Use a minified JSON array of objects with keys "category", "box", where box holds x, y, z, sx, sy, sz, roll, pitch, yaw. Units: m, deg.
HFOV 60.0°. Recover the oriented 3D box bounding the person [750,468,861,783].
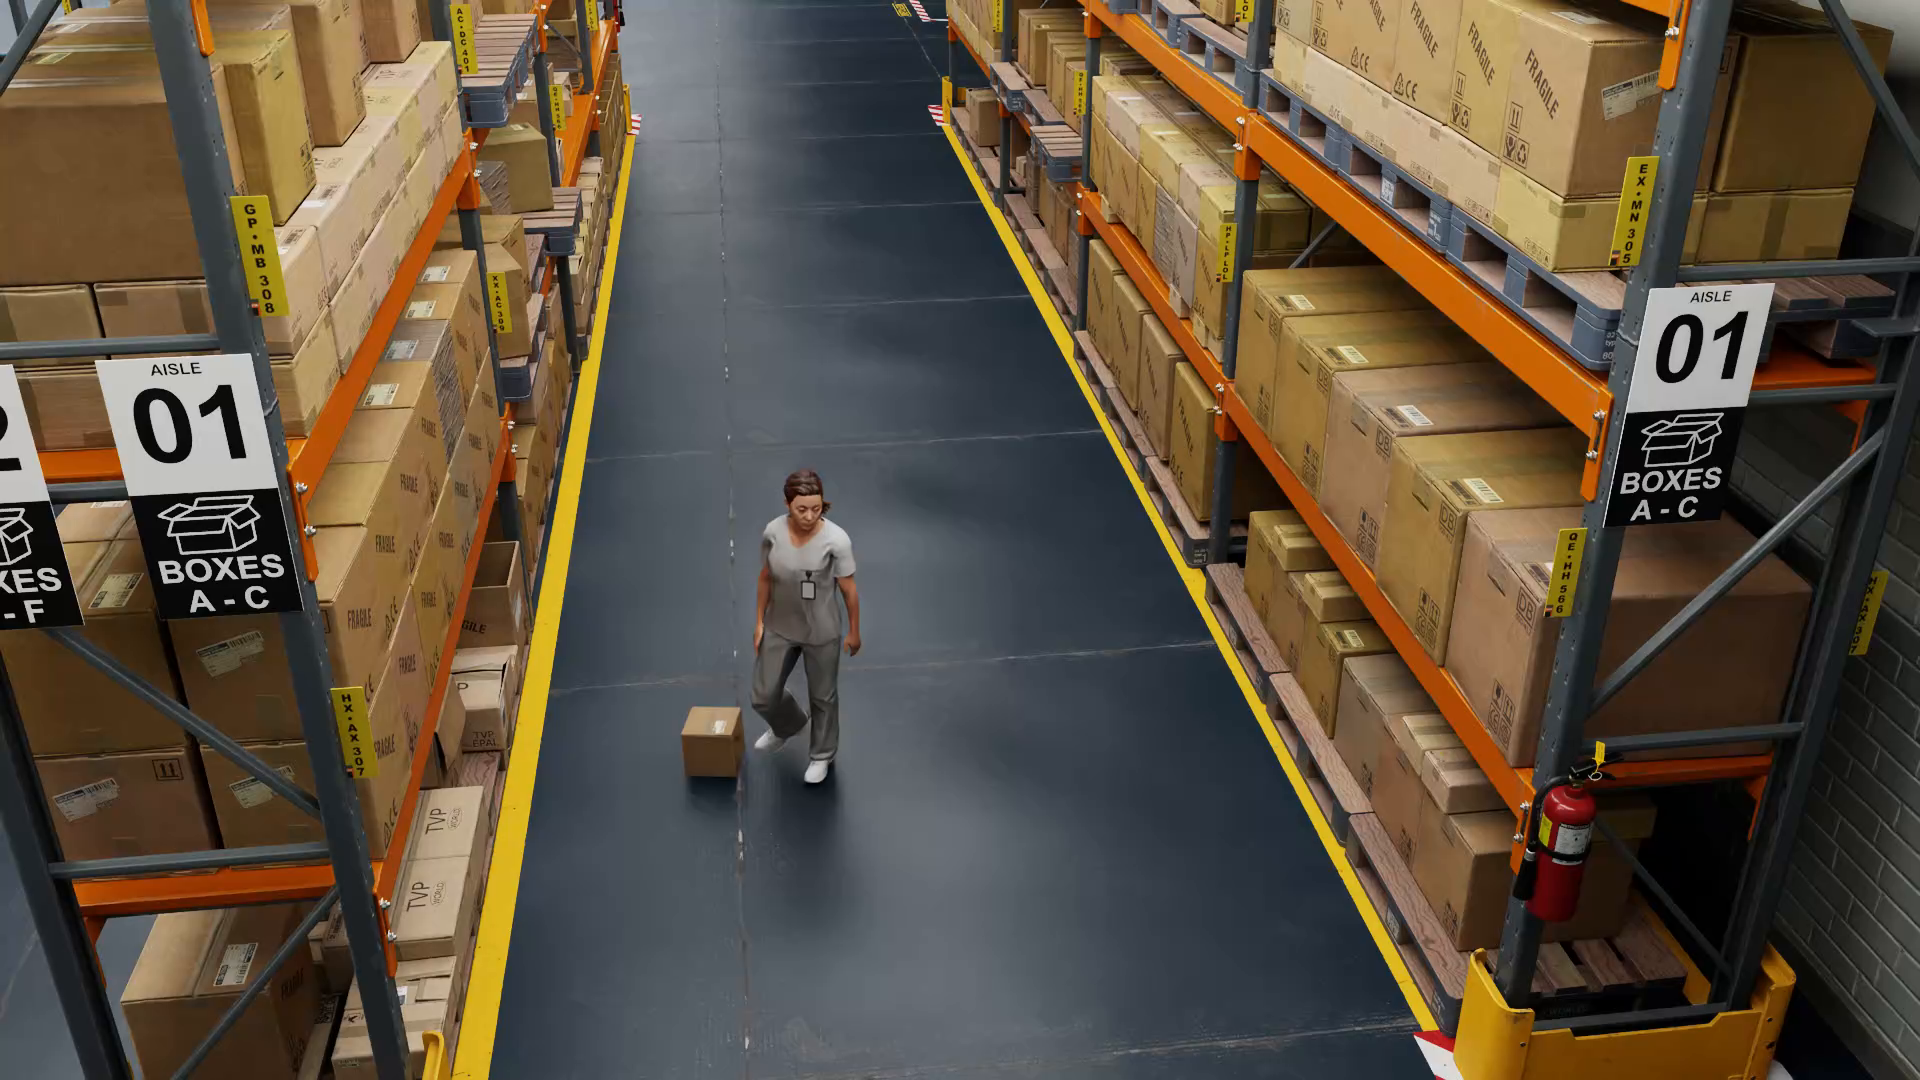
[{"category":"person","box":[-0.751,0.411,7.805,0.595,1.646,0.434,8,28,14]}]
